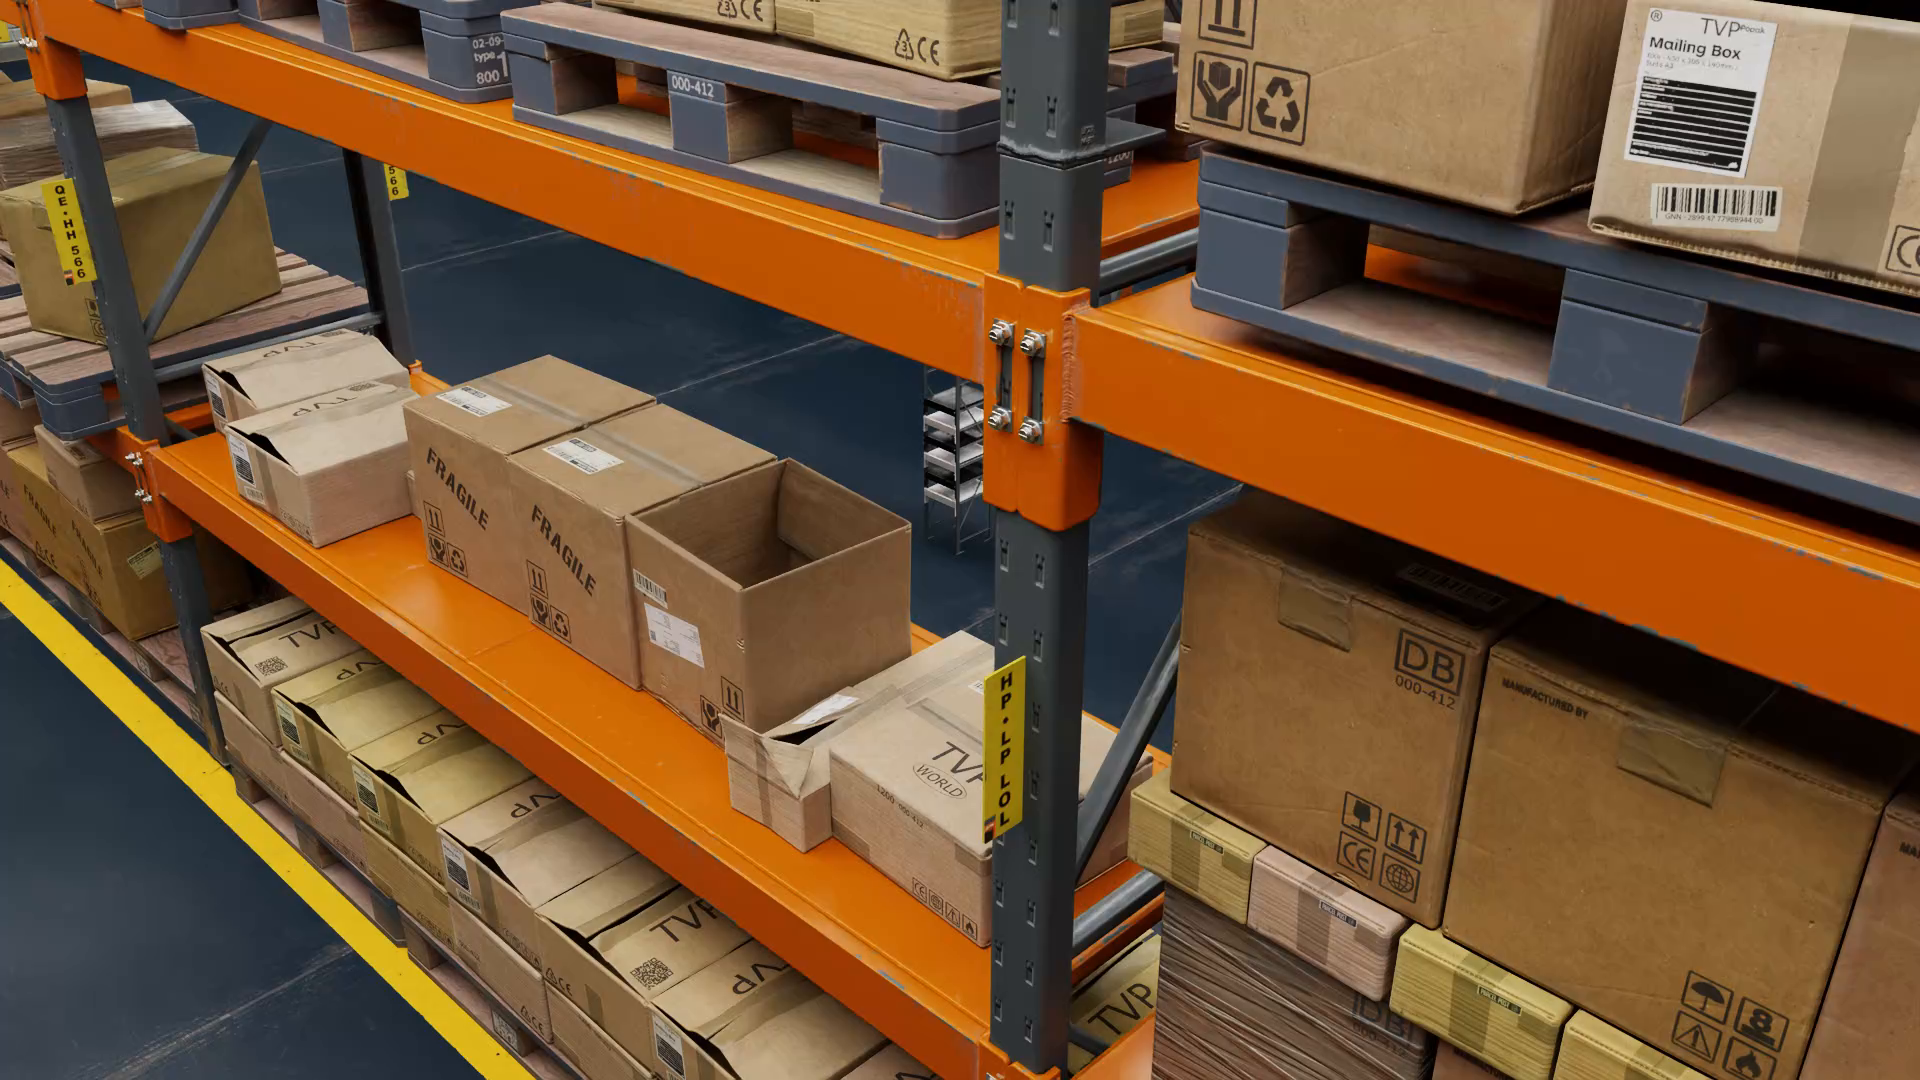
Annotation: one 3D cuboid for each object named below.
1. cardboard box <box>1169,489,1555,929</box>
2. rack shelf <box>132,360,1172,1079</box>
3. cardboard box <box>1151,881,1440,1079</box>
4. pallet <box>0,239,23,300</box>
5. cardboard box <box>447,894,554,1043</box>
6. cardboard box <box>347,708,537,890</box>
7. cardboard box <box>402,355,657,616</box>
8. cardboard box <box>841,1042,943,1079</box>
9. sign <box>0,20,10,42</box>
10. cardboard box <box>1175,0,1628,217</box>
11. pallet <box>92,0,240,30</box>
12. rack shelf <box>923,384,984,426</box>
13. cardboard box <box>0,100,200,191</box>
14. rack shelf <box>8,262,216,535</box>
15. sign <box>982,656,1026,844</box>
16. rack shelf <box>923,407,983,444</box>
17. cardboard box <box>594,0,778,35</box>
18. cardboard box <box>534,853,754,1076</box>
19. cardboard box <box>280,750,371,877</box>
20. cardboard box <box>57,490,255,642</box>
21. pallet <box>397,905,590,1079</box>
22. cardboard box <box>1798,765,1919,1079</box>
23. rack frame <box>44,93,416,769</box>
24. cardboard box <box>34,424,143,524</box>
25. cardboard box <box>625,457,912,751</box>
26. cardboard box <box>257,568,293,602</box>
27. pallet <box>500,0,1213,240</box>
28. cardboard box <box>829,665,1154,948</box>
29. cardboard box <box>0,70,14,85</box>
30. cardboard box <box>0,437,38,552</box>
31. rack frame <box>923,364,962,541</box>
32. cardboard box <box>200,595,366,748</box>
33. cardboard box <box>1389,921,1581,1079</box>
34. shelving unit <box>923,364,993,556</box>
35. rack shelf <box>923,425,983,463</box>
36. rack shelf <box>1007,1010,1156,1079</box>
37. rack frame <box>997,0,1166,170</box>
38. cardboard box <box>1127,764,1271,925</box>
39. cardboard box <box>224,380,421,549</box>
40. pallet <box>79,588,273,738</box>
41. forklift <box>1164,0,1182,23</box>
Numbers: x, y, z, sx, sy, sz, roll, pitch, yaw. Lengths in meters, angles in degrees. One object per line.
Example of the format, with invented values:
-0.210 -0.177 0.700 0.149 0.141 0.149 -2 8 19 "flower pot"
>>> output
0.768 0.163 2.716 0.500 0.500 0.700 25 37 39 "cardboard box"
-0.979 0.304 4.721 4.000 0.370 1.077 25 36 38 "rack shelf"
0.768 0.737 3.018 0.500 0.500 0.700 23 36 37 "cardboard box"
-3.795 -1.215 7.043 1.213 0.211 1.003 25 36 38 "pallet"
-1.138 1.132 4.878 0.500 0.250 0.500 -24 36 -38 "cardboard box"
-1.495 0.720 5.058 0.500 0.311 0.500 23 36 37 "cardboard box"
-1.197 -0.169 4.741 0.500 0.500 0.500 22 35 36 "cardboard box"
-0.043 1.384 3.795 0.500 0.311 0.500 25 36 38 "cardboard box"
-4.871 -2.670 8.360 0.005 0.325 0.100 25 36 38 "sign"
0.621 -0.729 1.982 0.500 0.500 0.500 -22 35 -35 "cardboard box"
-1.859 -1.719 4.776 1.213 0.211 1.003 -23 36 -37 "pallet"
-0.006 -0.610 7.435 0.200 0.077 0.258 25 36 38 "rack shelf"
-3.452 -1.427 6.681 0.700 0.500 0.500 -18 33 -30 "cardboard box"
-3.831 -1.001 7.203 4.000 0.370 1.077 25 36 38 "rack shelf"
0.074 0.344 2.713 0.005 0.325 0.100 25 36 38 "sign"
-0.006 -0.531 7.477 0.200 0.077 0.258 25 36 38 "rack shelf"
-0.379 -1.191 3.279 0.500 0.250 0.500 21 34 34 "cardboard box"
-0.772 1.053 4.425 0.500 0.311 0.500 24 36 38 "cardboard box"
-1.879 0.797 5.515 0.500 0.250 0.500 23 36 37 "cardboard box"
-3.237 0.018 6.706 0.500 0.500 0.500 -24 36 -37 "cardboard box"
-0.980 1.247 5.151 1.213 0.211 1.003 25 36 38 "pallet"
1.486 0.491 2.092 0.500 0.500 0.700 25 36 38 "cardboard box"
-2.405 -0.667 5.795 0.127 3.000 1.000 25 36 38 "rack frame"
-3.280 -0.331 6.564 0.500 0.250 0.500 -24 36 -37 "cardboard box"
-0.465 0.166 4.103 0.500 0.500 0.500 -22 35 -36 "cardboard box"
-2.529 0.002 6.737 0.500 0.500 0.500 -23 36 -37 "cardboard box"
-0.191 -0.888 3.198 1.217 0.209 0.805 23 35 36 "pallet"
0.065 0.559 3.625 0.500 0.250 0.500 -23 35 -36 "cardboard box"
-4.542 -1.770 7.334 0.700 0.500 0.500 -19 33 -32 "cardboard box"
-3.984 -0.320 7.349 0.500 0.500 0.500 23 35 37 "cardboard box"
-0.078 -0.434 7.609 0.006 0.900 0.240 25 36 38 "rack frame"
-2.238 0.385 5.696 0.500 0.311 0.500 -24 36 -38 "cardboard box"
0.867 0.625 2.535 0.250 0.149 0.380 23 36 37 "cardboard box"
-0.006 -0.401 7.546 0.210 0.900 0.258 25 36 38 "shelving unit"
-0.006 -0.451 7.519 0.200 0.077 0.258 25 36 38 "rack shelf"
1.873 1.610 2.239 4.000 0.370 1.077 25 36 38 "rack shelf"
0.447 -2.017 1.916 0.127 3.000 1.000 25 36 38 "rack frame"
0.503 0.459 2.849 0.250 0.149 0.380 25 36 38 "cardboard box"
-1.903 -0.271 5.138 0.500 0.311 0.500 24 36 38 "cardboard box"
-2.911 0.311 6.931 1.213 0.211 1.003 25 36 38 "pallet"
1.570 -3.575 11.400 3.031 2.935 1.130 24 36 38 "forklift"
